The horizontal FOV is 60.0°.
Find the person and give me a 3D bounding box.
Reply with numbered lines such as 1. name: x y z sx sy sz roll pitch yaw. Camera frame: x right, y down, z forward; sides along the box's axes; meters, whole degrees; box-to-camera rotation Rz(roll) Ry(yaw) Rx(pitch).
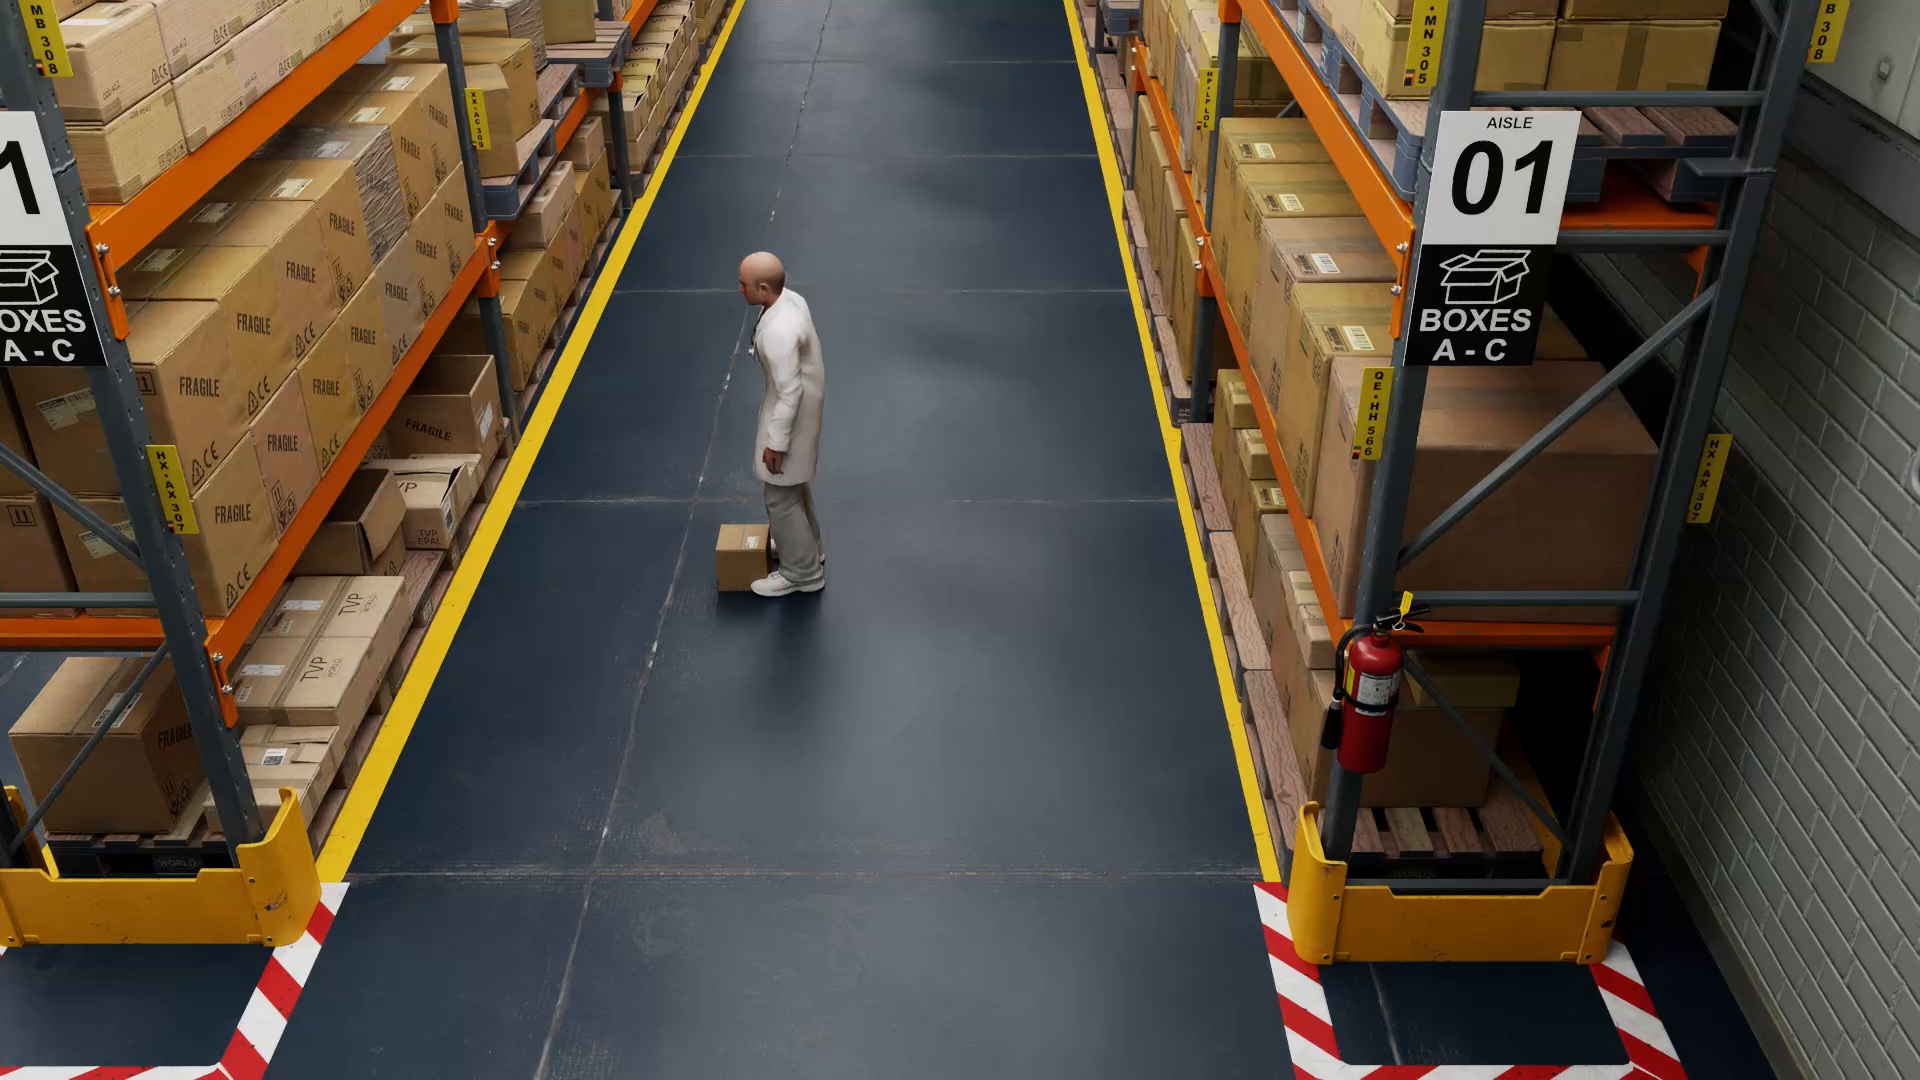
1. person: -0.854 -0.567 8.087 0.417 1.774 0.650 -1 31 -1
